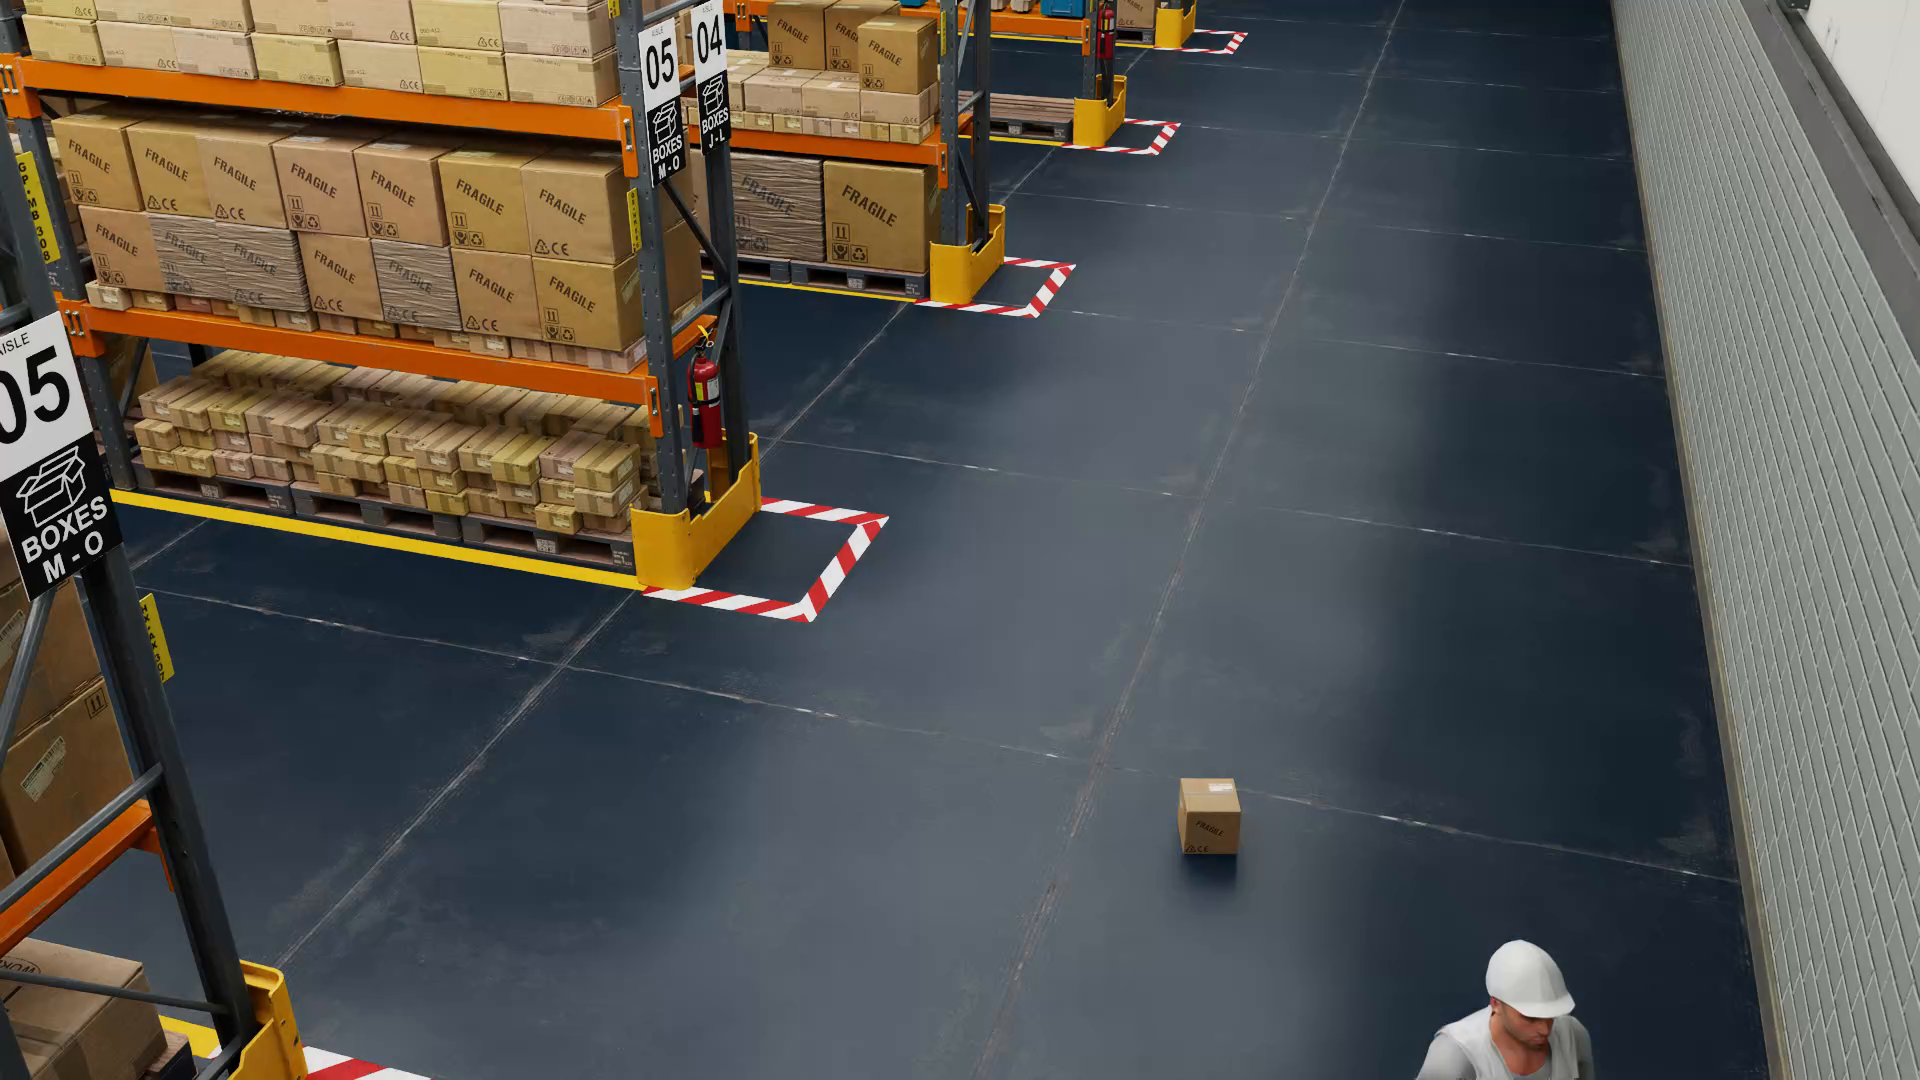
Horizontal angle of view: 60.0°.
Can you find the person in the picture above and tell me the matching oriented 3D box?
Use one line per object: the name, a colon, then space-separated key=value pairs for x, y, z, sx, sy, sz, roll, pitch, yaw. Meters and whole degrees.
person: x=1.632 y=1.974 z=4.918 sx=0.570 sy=1.822 sz=0.496 roll=-9 pitch=30 yaw=-16
